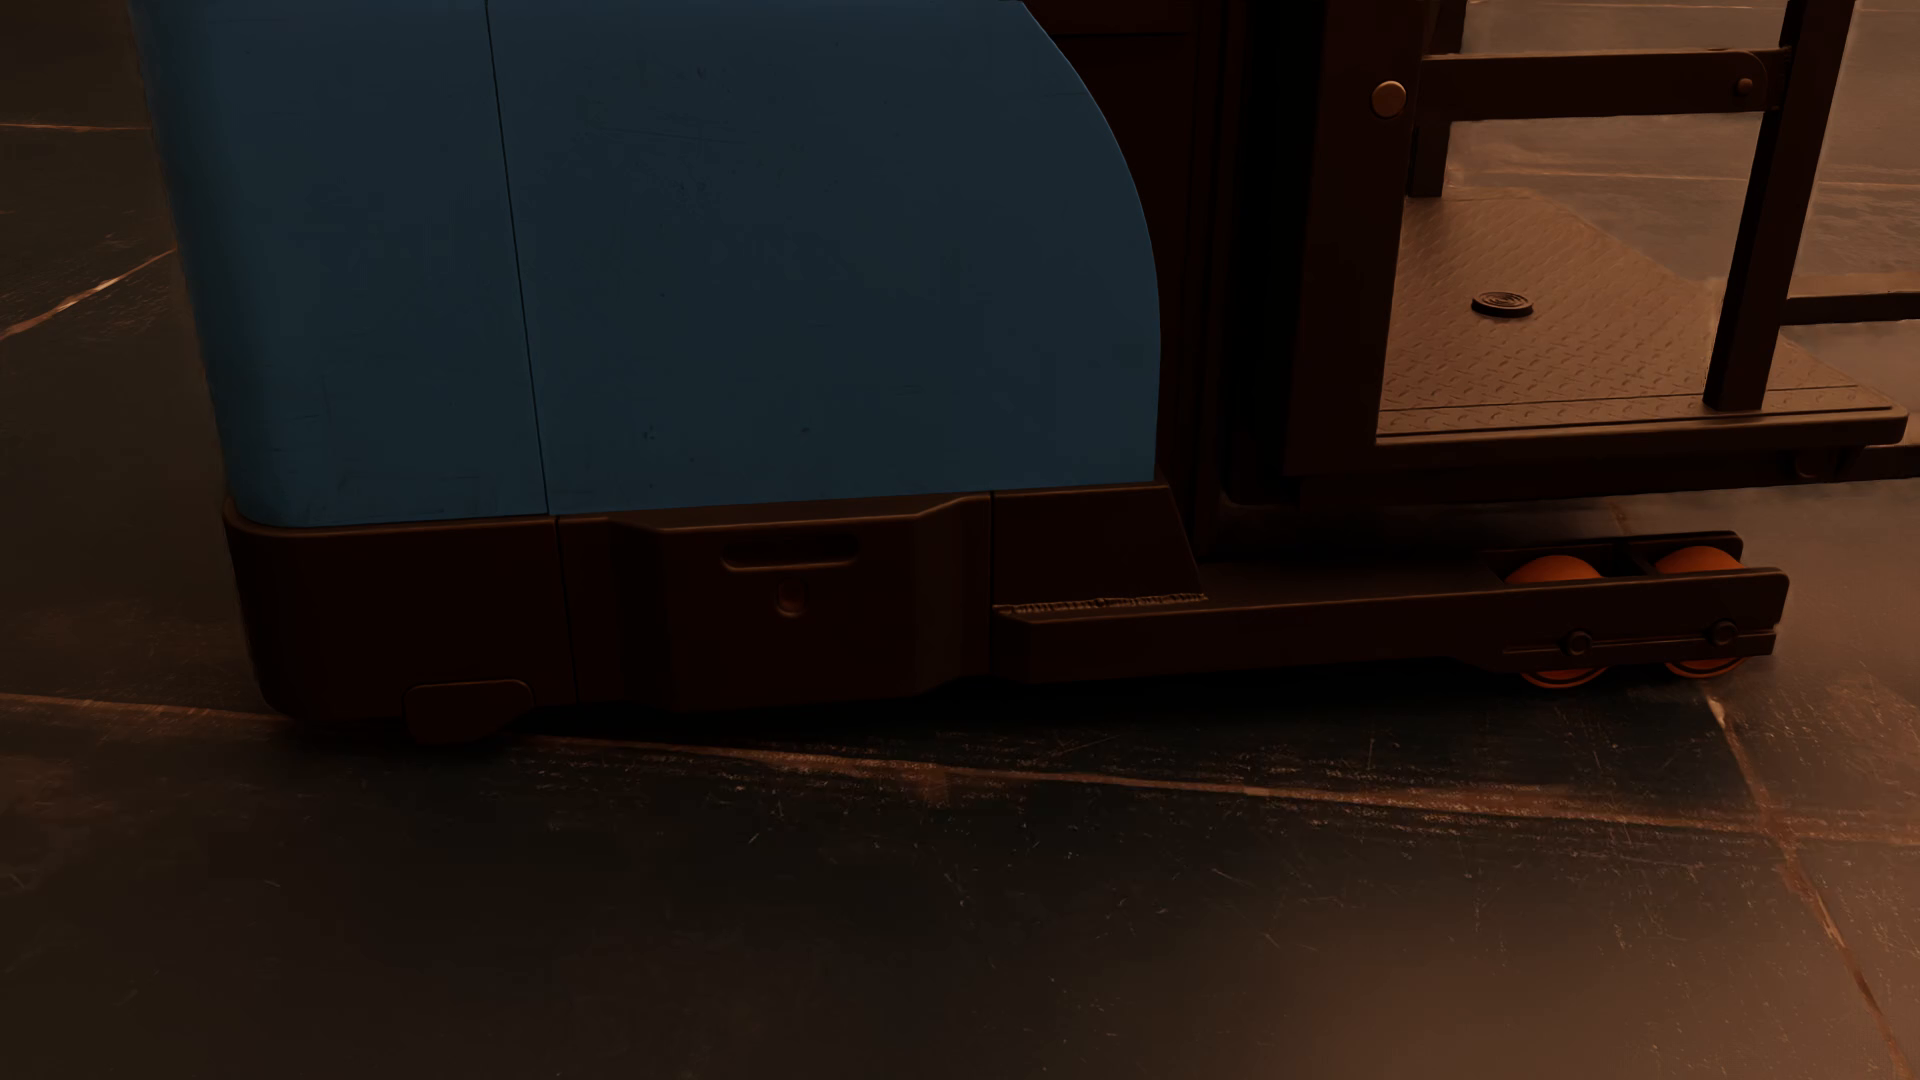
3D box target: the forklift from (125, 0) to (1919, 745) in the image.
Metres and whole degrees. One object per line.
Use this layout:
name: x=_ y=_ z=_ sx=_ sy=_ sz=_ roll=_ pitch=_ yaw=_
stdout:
forklift: x=0.607 y=-1.353 z=1.930 sx=3.031 sy=2.935 sz=1.130 roll=-3 pitch=27 yaw=-7
